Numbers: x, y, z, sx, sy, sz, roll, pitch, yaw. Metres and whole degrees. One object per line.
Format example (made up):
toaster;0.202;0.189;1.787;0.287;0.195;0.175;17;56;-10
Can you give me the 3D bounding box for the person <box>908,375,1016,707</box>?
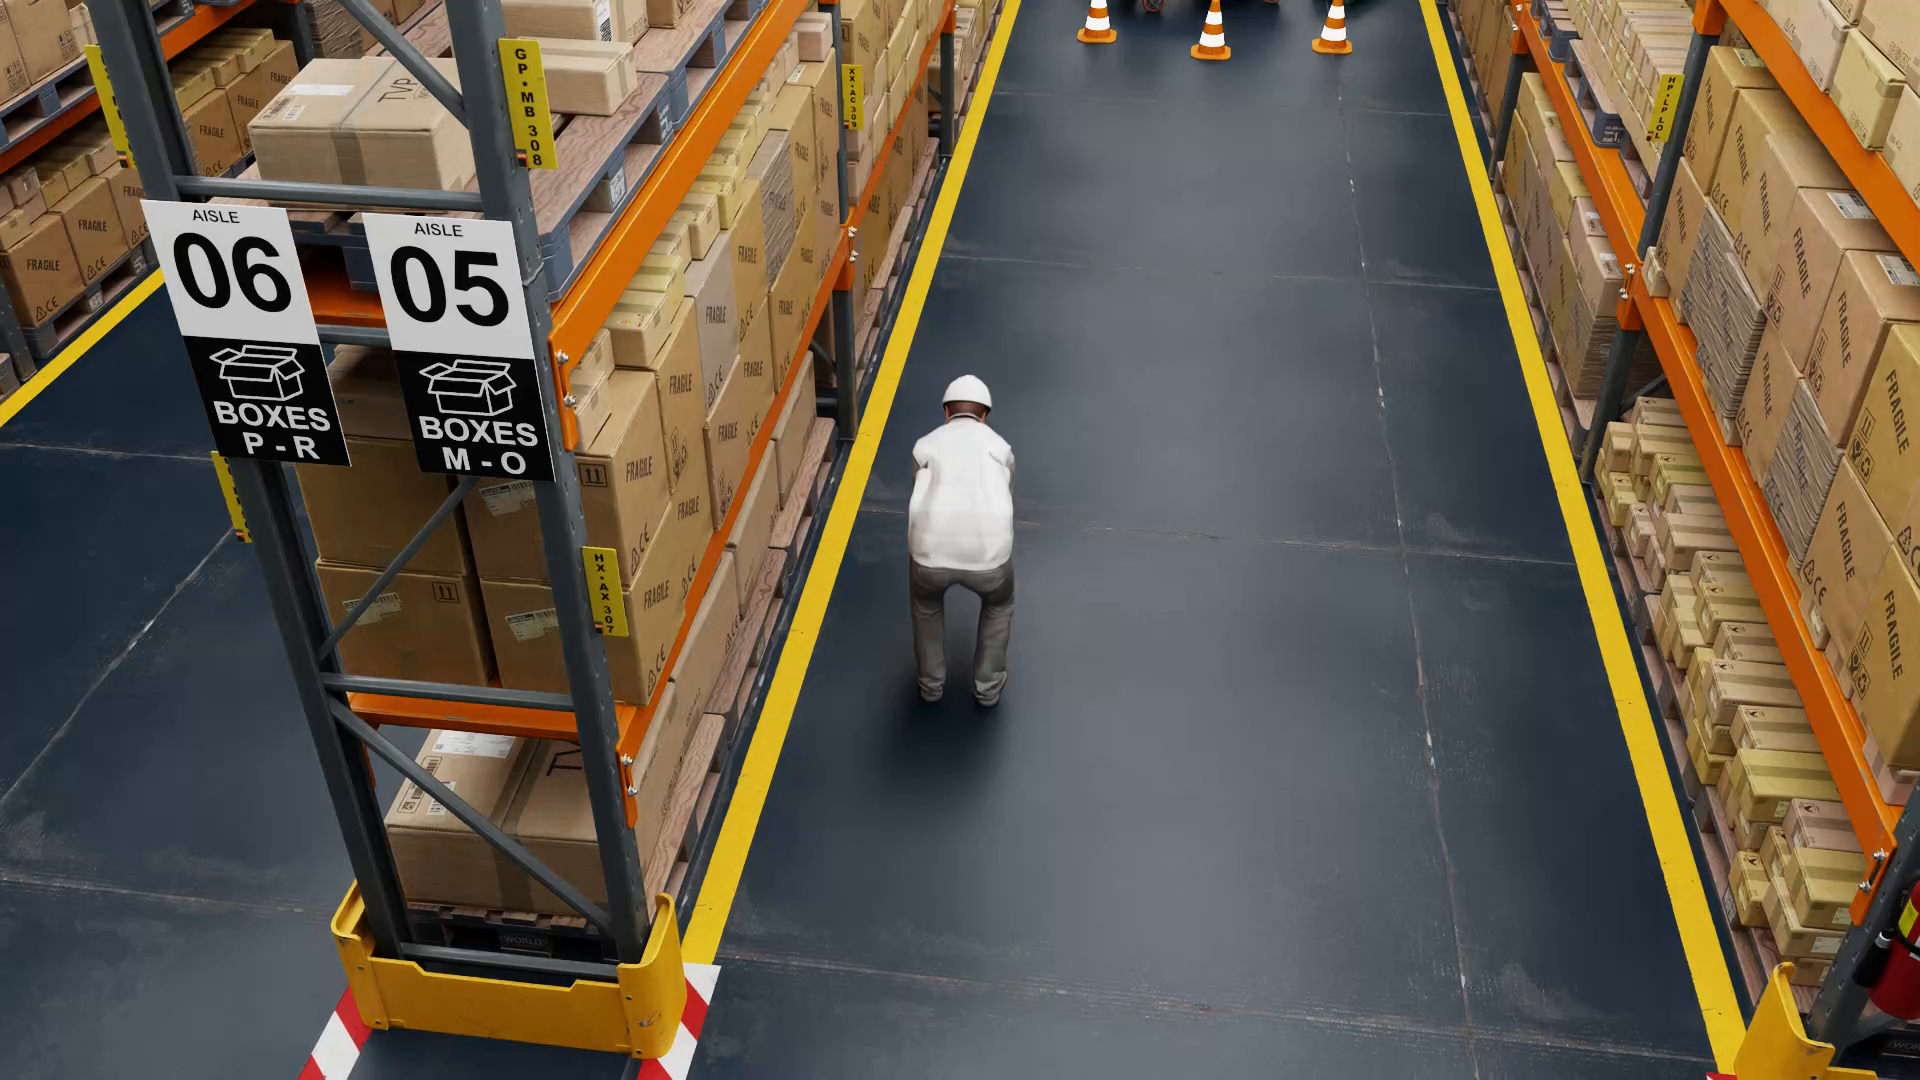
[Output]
person;0.015;0.023;7.403;0.483;1.286;0.959;3;36;4
